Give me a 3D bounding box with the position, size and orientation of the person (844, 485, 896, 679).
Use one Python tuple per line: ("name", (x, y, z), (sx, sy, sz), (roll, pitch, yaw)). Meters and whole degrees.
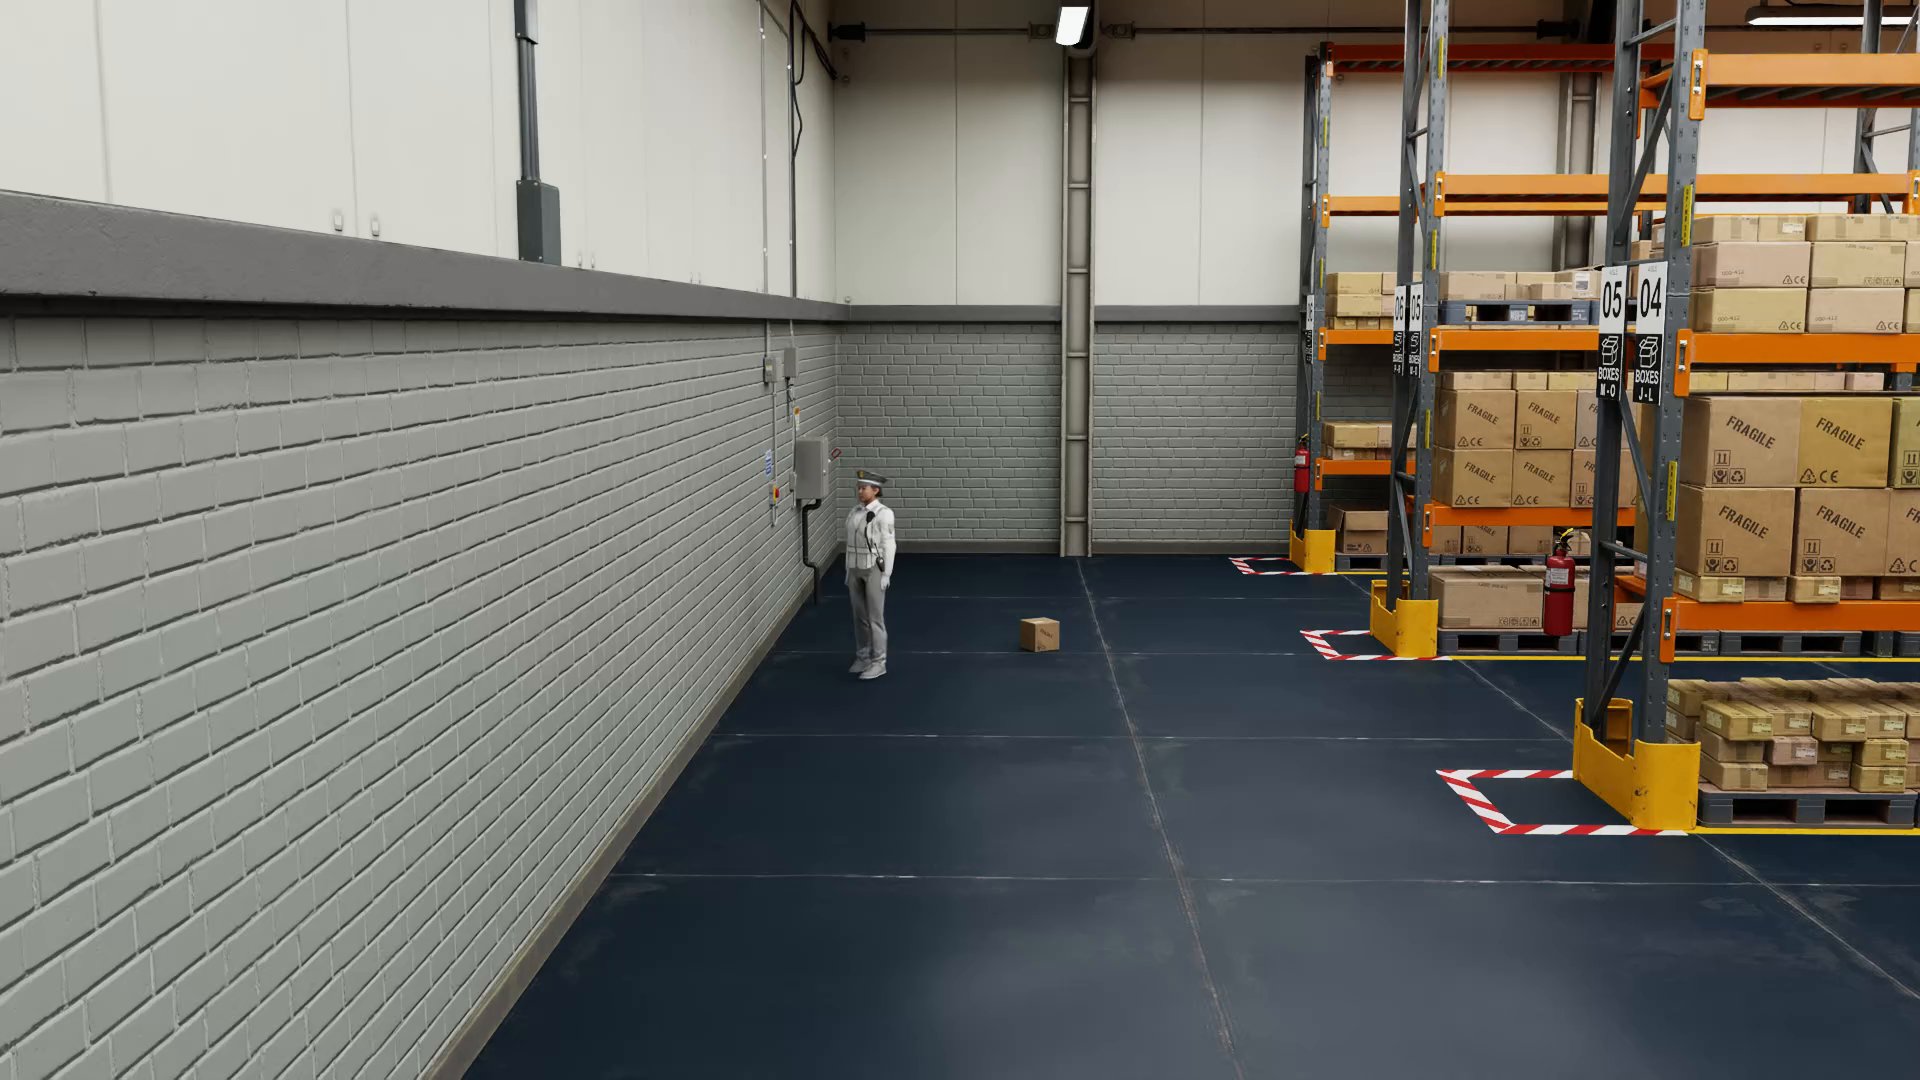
("person", (-0.765, 0.317, 13.581), (0.470, 1.723, 0.357), (6, 10, 41))
